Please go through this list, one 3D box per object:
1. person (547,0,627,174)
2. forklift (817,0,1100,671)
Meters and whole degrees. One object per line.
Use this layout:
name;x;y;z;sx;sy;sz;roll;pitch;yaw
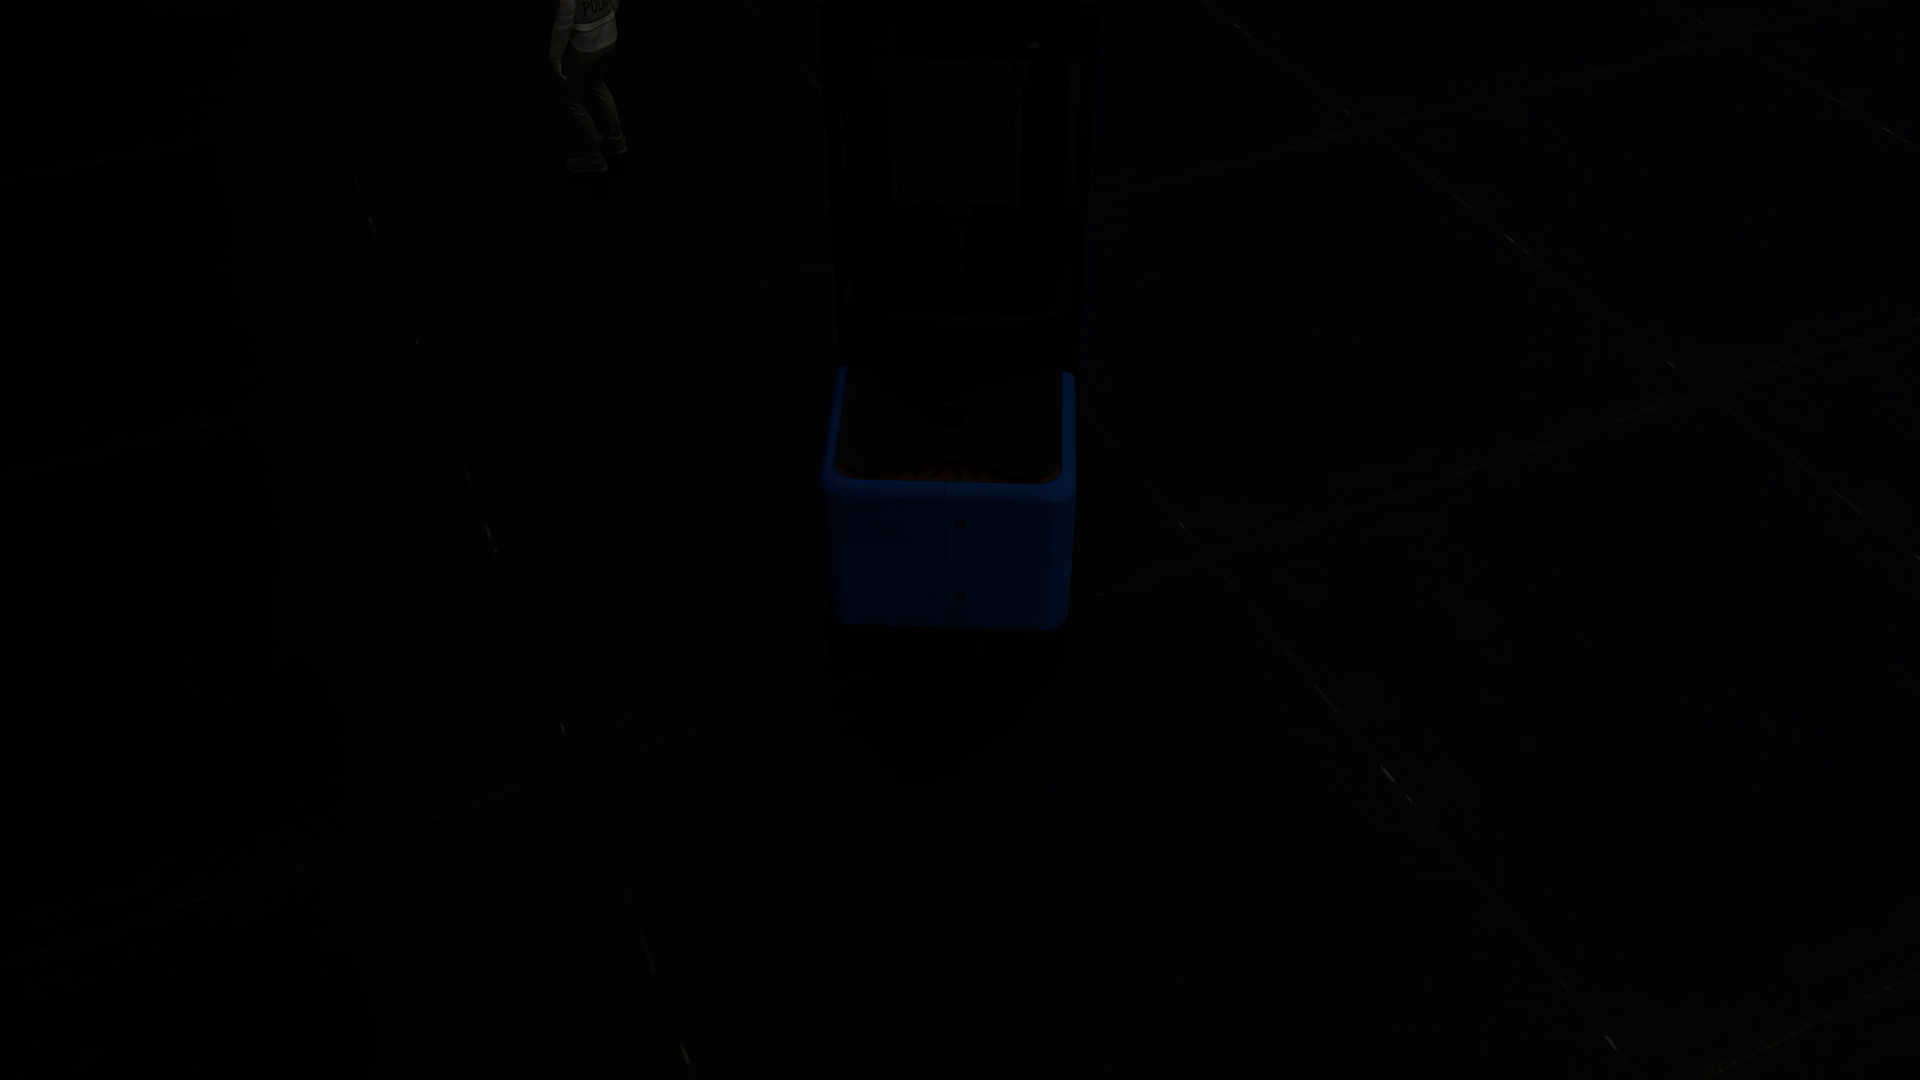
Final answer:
person;-2.202;-2.903;9.666;0.497;1.680;0.572;22;47;22
forklift;0.006;-1.501;7.288;1.130;2.935;3.031;2;43;2
